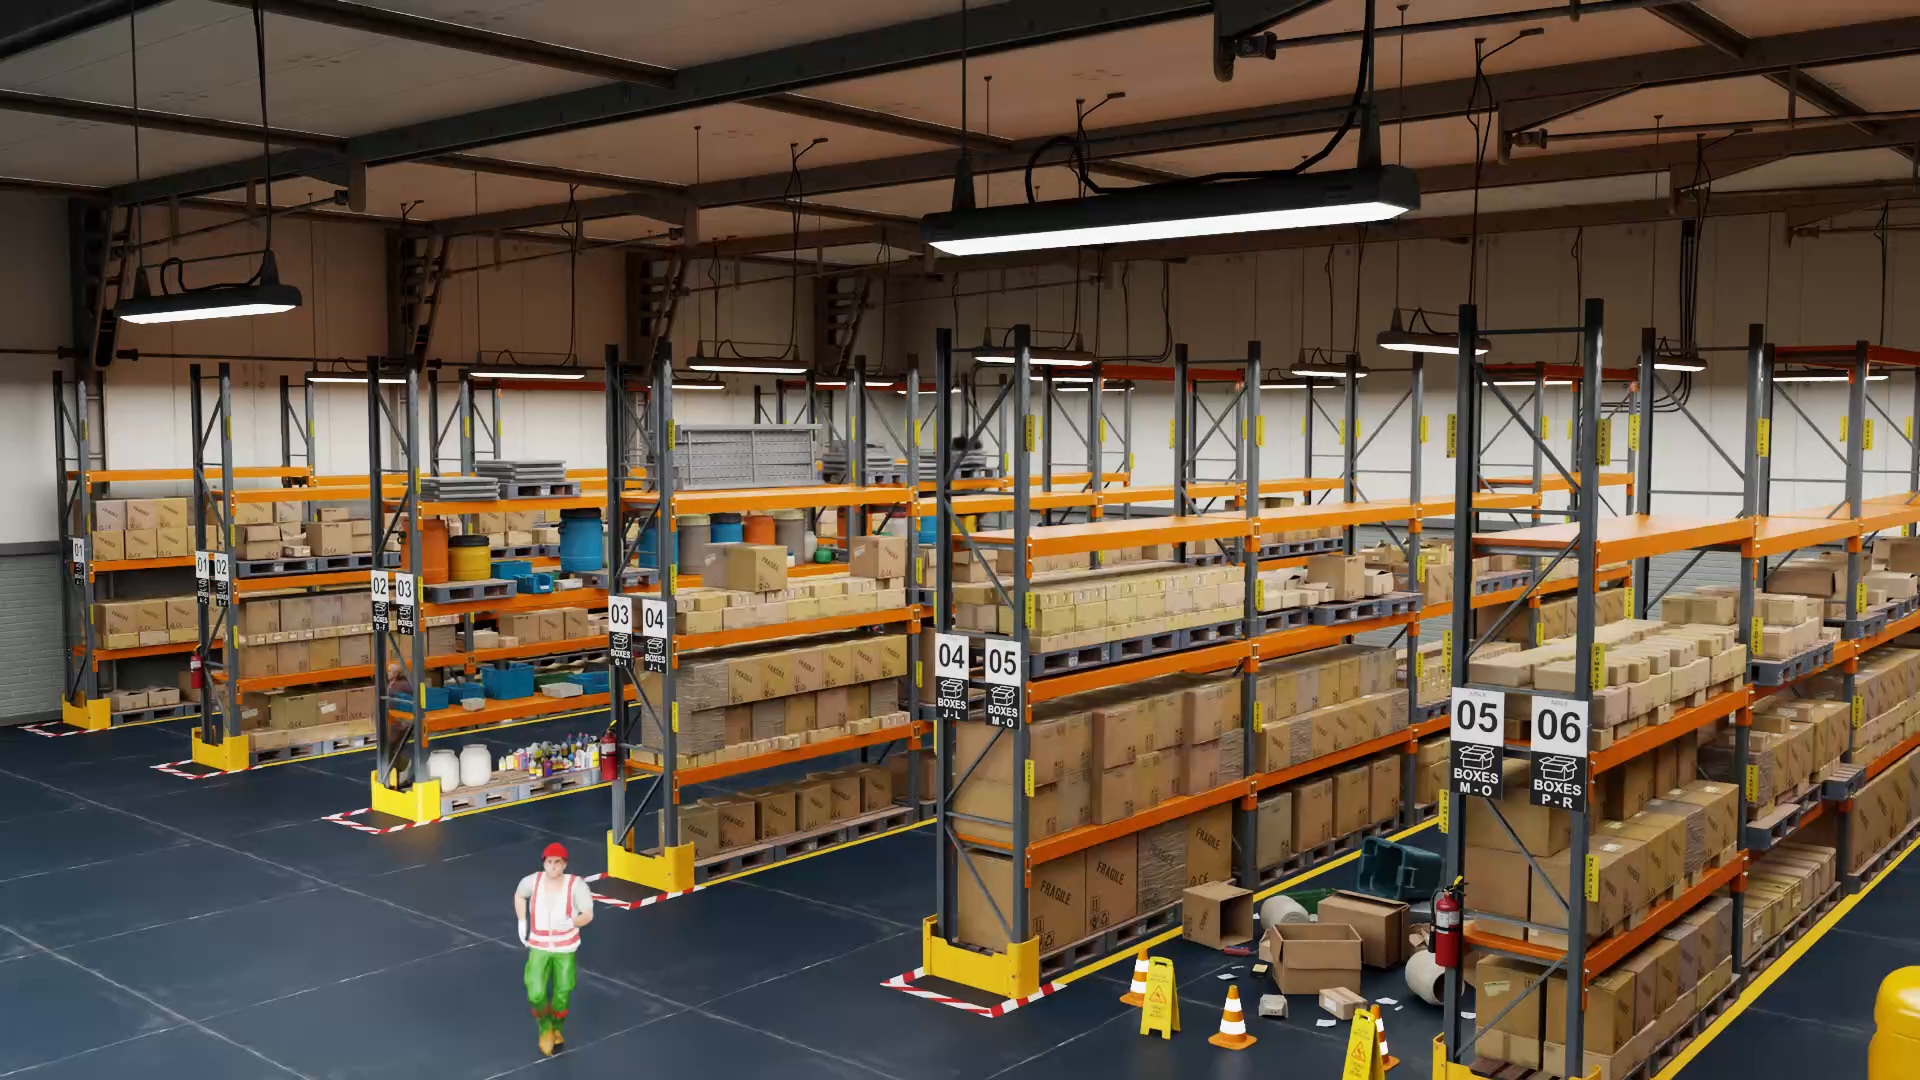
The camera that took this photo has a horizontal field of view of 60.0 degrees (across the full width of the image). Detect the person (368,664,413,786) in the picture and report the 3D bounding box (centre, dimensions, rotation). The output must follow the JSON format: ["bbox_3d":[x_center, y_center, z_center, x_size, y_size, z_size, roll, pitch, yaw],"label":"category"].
[{"bbox_3d":[-7.971,2.621,23.331,0.721,1.727,0.578,3,5,34],"label":"person"}]

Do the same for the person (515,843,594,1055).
[{"bbox_3d":[-3.289,3.305,13.457,0.647,1.750,0.735,-1,4,-8],"label":"person"}]
